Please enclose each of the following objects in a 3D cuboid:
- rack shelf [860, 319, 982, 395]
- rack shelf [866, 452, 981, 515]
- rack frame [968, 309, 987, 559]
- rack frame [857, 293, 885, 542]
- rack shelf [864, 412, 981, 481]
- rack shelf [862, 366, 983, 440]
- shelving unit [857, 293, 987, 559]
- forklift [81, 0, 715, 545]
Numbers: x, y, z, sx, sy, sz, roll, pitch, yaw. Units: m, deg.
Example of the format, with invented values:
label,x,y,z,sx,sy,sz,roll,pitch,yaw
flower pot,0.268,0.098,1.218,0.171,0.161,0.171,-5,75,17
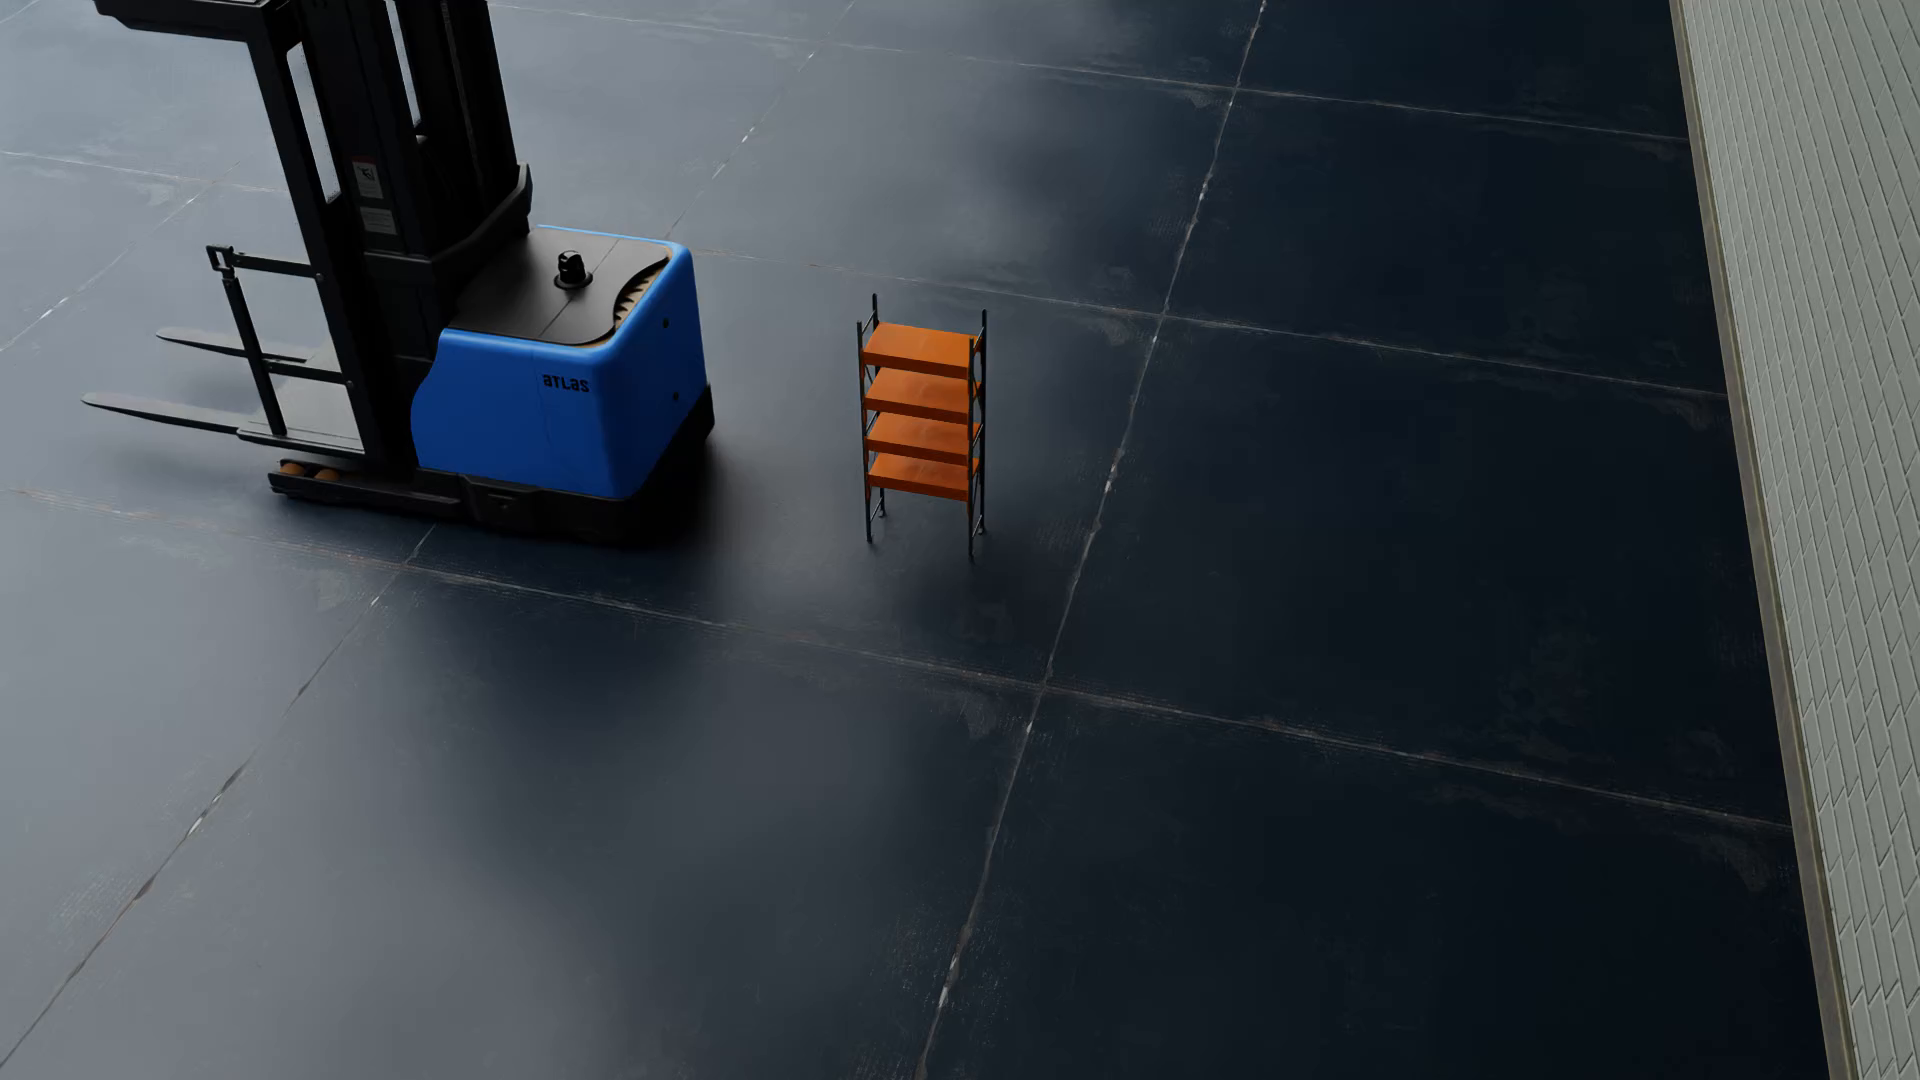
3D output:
label,x,y,z,sx,sy,sz,roll,pitch,yaw
rack shelf,-0.160,-0.788,7.144,0.480,0.148,0.258,10,41,11
rack shelf,-0.160,-0.283,7.568,0.480,0.148,0.258,10,41,11
rack frame,0.076,-0.446,7.349,0.015,1.200,0.240,10,41,11
rack frame,-0.396,-0.528,7.445,0.015,1.200,0.240,10,41,11
rack shelf,-0.160,-0.435,7.440,0.480,0.148,0.258,10,41,11
rack shelf,-0.160,-0.607,7.296,0.480,0.148,0.258,10,41,11
shelving unit,-0.160,-0.487,7.397,0.503,1.200,0.258,10,41,11
forklift,-2.804,-1.612,7.390,3.031,2.935,1.130,9,41,11
